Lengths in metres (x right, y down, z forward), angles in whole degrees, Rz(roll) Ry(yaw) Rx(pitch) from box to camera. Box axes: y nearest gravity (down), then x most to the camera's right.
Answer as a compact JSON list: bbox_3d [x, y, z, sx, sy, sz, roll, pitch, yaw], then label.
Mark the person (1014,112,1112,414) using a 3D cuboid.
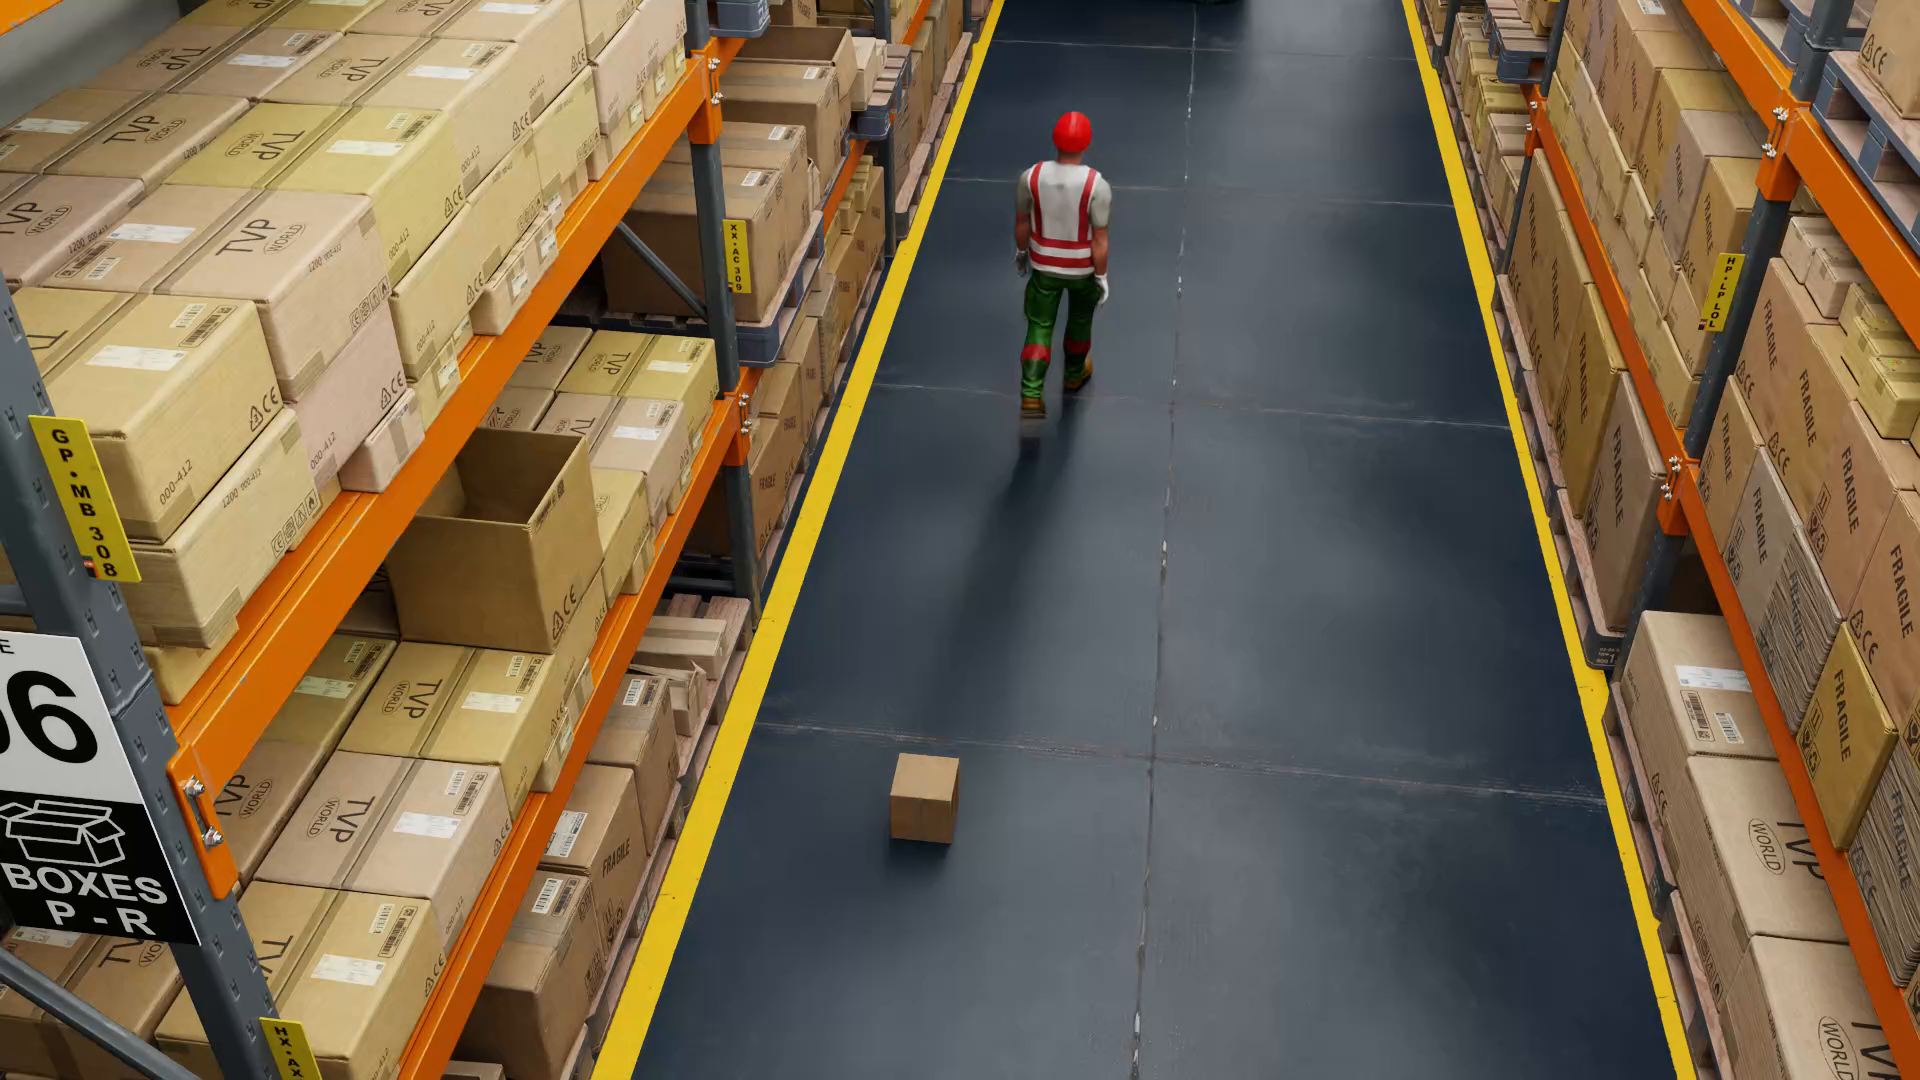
[{"bbox_3d":[0.553,-1.504,9.097,0.567,1.760,0.929,9,37,12],"label":"person"}]
